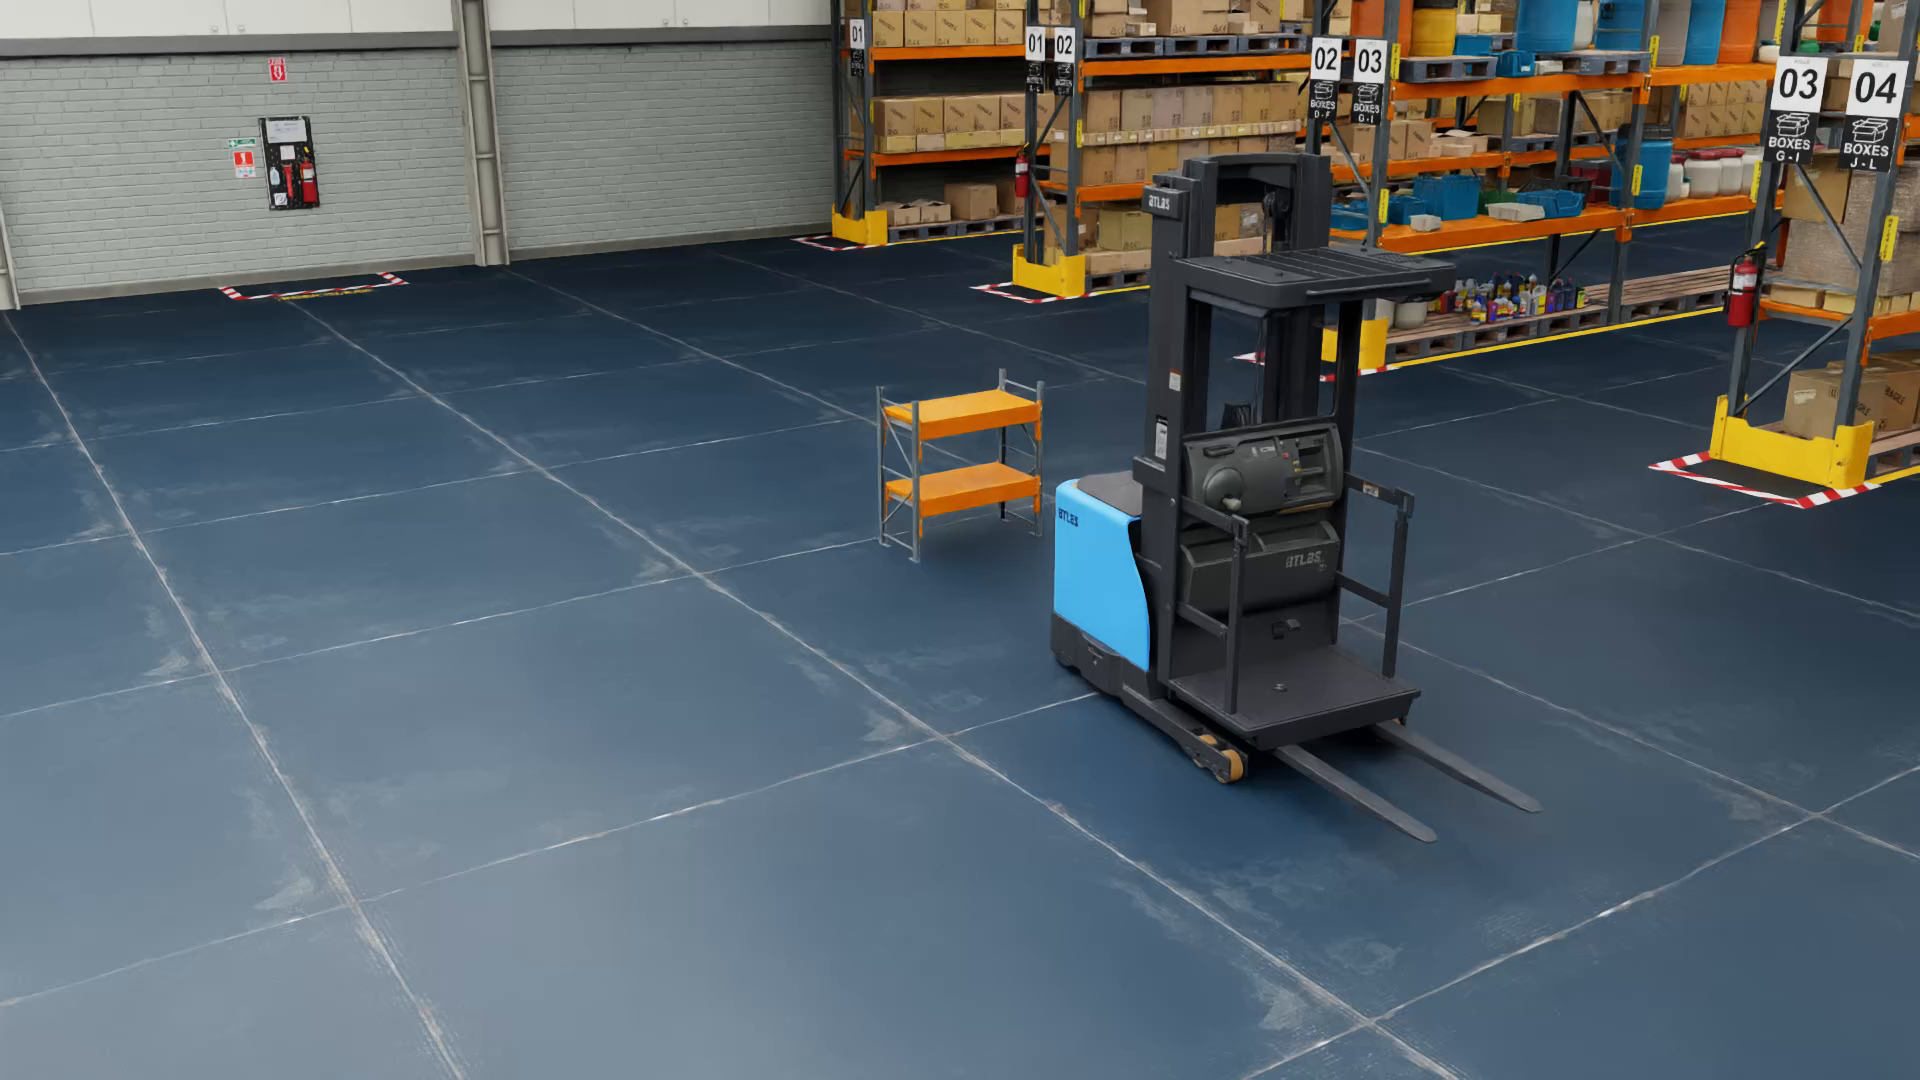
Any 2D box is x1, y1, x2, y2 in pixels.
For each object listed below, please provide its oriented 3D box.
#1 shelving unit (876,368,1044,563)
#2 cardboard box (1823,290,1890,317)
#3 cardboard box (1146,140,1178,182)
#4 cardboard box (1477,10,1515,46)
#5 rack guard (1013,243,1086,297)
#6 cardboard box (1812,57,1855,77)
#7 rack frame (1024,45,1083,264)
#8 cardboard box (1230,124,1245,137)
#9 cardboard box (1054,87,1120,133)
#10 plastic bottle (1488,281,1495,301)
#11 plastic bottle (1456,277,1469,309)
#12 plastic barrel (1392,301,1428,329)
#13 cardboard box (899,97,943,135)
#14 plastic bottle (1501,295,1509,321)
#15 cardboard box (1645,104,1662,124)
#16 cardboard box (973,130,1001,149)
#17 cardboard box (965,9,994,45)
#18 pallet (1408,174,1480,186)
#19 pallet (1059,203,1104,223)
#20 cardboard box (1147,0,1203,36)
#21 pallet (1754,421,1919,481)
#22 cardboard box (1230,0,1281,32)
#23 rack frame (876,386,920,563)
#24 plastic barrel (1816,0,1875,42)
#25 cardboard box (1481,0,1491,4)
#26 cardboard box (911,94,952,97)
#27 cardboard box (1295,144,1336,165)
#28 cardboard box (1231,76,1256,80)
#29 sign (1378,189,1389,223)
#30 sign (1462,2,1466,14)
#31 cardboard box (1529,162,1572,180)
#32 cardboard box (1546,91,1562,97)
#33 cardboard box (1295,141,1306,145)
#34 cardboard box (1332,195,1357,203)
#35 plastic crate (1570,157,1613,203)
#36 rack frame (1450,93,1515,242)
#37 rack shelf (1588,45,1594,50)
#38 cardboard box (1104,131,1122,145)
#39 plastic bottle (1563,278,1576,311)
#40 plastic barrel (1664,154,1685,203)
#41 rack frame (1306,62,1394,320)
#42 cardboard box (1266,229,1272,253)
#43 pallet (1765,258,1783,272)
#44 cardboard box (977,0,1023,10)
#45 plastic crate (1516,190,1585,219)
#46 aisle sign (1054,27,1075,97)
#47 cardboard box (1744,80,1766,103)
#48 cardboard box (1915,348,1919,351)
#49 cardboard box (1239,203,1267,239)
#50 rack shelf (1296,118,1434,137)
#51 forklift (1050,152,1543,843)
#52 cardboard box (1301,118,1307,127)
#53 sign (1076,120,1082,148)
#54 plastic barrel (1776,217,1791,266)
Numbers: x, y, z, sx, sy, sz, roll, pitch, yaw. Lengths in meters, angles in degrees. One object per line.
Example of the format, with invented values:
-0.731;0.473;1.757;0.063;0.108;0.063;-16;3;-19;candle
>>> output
0.006;-0.534;11.568;1.048;1.125;0.538;-12;22;-31;shelving unit
6.959;-1.844;12.908;0.250;0.149;0.380;-12;22;-31;cardboard box
2.395;-4.933;21.496;0.500;0.500;0.700;-12;22;-31;cardboard box
8.172;-7.590;24.673;0.500;0.500;0.910;-12;22;-31;cardboard box
1.124;-3.439;21.135;0.348;0.500;1.175;-12;22;-31;rack guard
6.650;-3.648;12.779;0.250;0.149;0.380;-12;22;-31;cardboard box
1.144;-4.627;20.747;0.127;3.000;1.000;-12;22;-31;rack frame
3.525;-5.402;21.872;0.250;0.149;0.380;-12;22;-32;cardboard box
1.586;-5.377;20.784;0.500;0.500;0.700;-12;22;-31;cardboard box
6.044;-2.822;18.980;0.097;0.271;0.097;0;19;0;plastic bottle
5.636;-2.787;18.755;0.185;0.351;0.144;-11;22;-29;plastic bottle
4.792;-2.546;17.822;0.421;0.512;0.421;0;19;0;plastic barrel
-0.601;-6.333;24.826;0.500;0.500;0.500;-12;22;-31;cardboard box
5.921;-2.531;18.122;0.097;0.271;0.097;0;19;0;plastic bottle
11.443;-6.945;27.447;0.500;0.500;0.500;-11;22;-31;cardboard box
0.277;-6.163;25.493;0.500;0.250;0.500;-12;22;-31;cardboard box
0.169;-7.699;24.963;0.500;0.500;0.500;-10;21;-28;cardboard box
9.117;-6.857;31.698;1.213;0.211;1.003;-12;22;-31;pallet
2.407;-5.472;27.602;1.213;0.211;1.003;-12;22;-31;pallet
2.682;-6.580;20.810;0.500;0.500;0.500;-12;22;-31;cardboard box
7.351;-0.803;13.789;1.213;0.211;1.003;-12;22;-31;pallet
3.919;-7.047;22.192;0.500;0.500;0.500;-10;21;-27;cardboard box
-0.419;-0.445;11.303;0.032;1.125;0.500;-12;22;-31;rack frame
11.023;-6.633;20.672;0.708;0.830;0.600;-12;22;-31;plastic barrel
9.614;-10.159;30.679;0.500;0.500;0.500;-12;22;-33;cardboard box
-0.451;-6.563;25.507;0.500;0.500;0.500;-13;22;-33;cardboard box
4.872;-5.359;23.147;0.500;0.250;0.500;-10;21;-28;cardboard box
4.827;-7.855;28.439;0.250;0.149;0.380;-16;24;-38;cardboard box
4.165;-3.285;16.345;0.005;0.325;0.100;-12;22;-31;sign
7.529;-7.848;24.783;0.005;0.325;0.100;-12;22;-31;sign
9.375;-5.835;26.367;0.500;0.250;0.500;-12;22;-32;cardboard box
11.359;-8.819;32.679;0.700;0.700;0.980;-11;21;-29;cardboard box
5.785;-6.635;29.389;0.750;0.750;0.750;-12;22;-32;cardboard box
5.515;-4.822;24.087;0.500;0.311;0.500;-12;22;-32;cardboard box
7.442;-4.203;19.395;0.583;0.464;0.402;-12;22;-31;plastic crate
7.826;-6.036;24.916;0.127;3.000;1.000;-12;22;-31;rack frame
9.496;-7.469;25.592;4.000;0.370;1.077;-12;22;-31;rack shelf
1.810;-5.040;20.801;0.250;0.149;0.380;-13;22;-33;cardboard box
6.827;-2.769;18.701;0.185;0.351;0.144;-13;22;-33;plastic bottle
8.126;-4.180;19.214;0.433;0.535;0.433;0;19;0;plastic barrel
3.866;-3.301;16.827;0.127;3.000;1.000;-12;22;-31;rack frame
4.218;-4.088;22.790;0.500;0.250;0.500;-12;22;-31;cardboard box
11.183;-3.540;21.885;1.213;0.211;1.003;-12;22;-31;pallet
0.606;-8.252;25.039;0.500;0.500;0.500;-13;23;-33;cardboard box
6.431;-3.668;18.143;0.616;0.251;0.499;-12;22;-31;plastic crate
1.258;-5.765;20.055;0.004;0.787;0.394;-12;22;-31;aisle sign
13.006;-7.542;27.653;0.500;0.500;0.500;-11;22;-30;cardboard box
8.625;-1.403;14.458;0.500;0.500;0.500;-14;23;-36;cardboard box
3.794;-4.358;22.419;0.500;0.500;0.500;-12;22;-31;cardboard box
6.769;-7.372;29.990;4.000;0.370;1.077;-12;22;-31;rack shelf
1.639;-0.351;8.207;1.130;2.935;3.031;-9;21;-25;forklift
5.984;-7.313;29.054;0.250;0.149;0.380;-11;22;-30;cardboard box
1.445;-4.925;20.154;0.005;0.325;0.100;-12;22;-31;sign
10.946;-3.972;21.543;0.708;0.830;0.600;-12;22;-31;plastic barrel
